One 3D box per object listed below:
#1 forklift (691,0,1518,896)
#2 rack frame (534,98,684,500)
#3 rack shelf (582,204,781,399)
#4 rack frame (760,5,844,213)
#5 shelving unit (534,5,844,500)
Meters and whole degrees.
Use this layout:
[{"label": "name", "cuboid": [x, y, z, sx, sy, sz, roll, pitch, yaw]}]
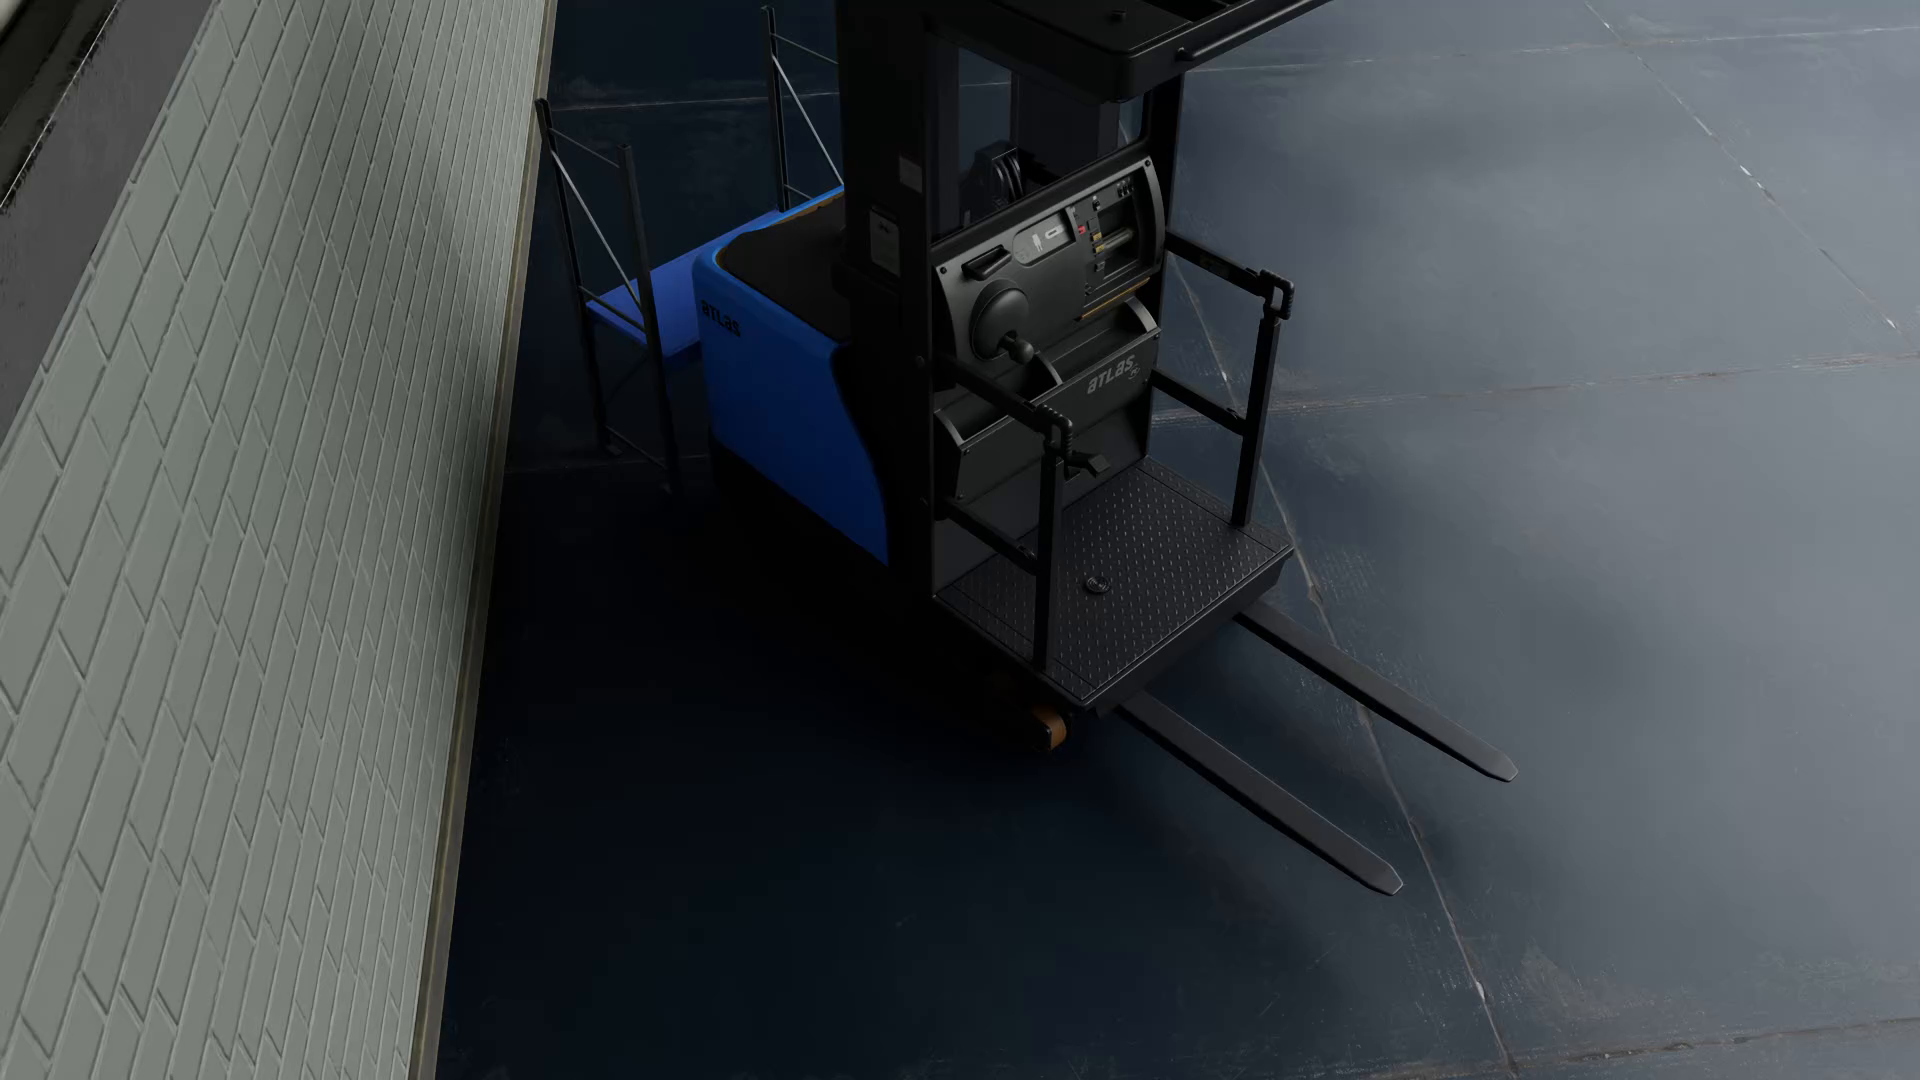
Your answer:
[{"label": "forklift", "cuboid": [0.435, -0.785, 4.932, 1.130, 2.935, 3.031, -33, 51, -31]}, {"label": "rack frame", "cuboid": [-1.260, -0.833, 6.051, 0.500, 1.500, 0.032, 33, 51, 31]}, {"label": "rack shelf", "cuboid": [-0.906, -0.944, 6.443, 0.538, 0.185, 1.000, 33, 51, 31]}, {"label": "rack frame", "cuboid": [-0.553, -1.323, 6.594, 0.500, 1.500, 0.032, 33, 51, 31]}, {"label": "shelving unit", "cuboid": [-0.907, -1.078, 6.323, 0.538, 1.500, 1.048, 33, 51, 31]}]
